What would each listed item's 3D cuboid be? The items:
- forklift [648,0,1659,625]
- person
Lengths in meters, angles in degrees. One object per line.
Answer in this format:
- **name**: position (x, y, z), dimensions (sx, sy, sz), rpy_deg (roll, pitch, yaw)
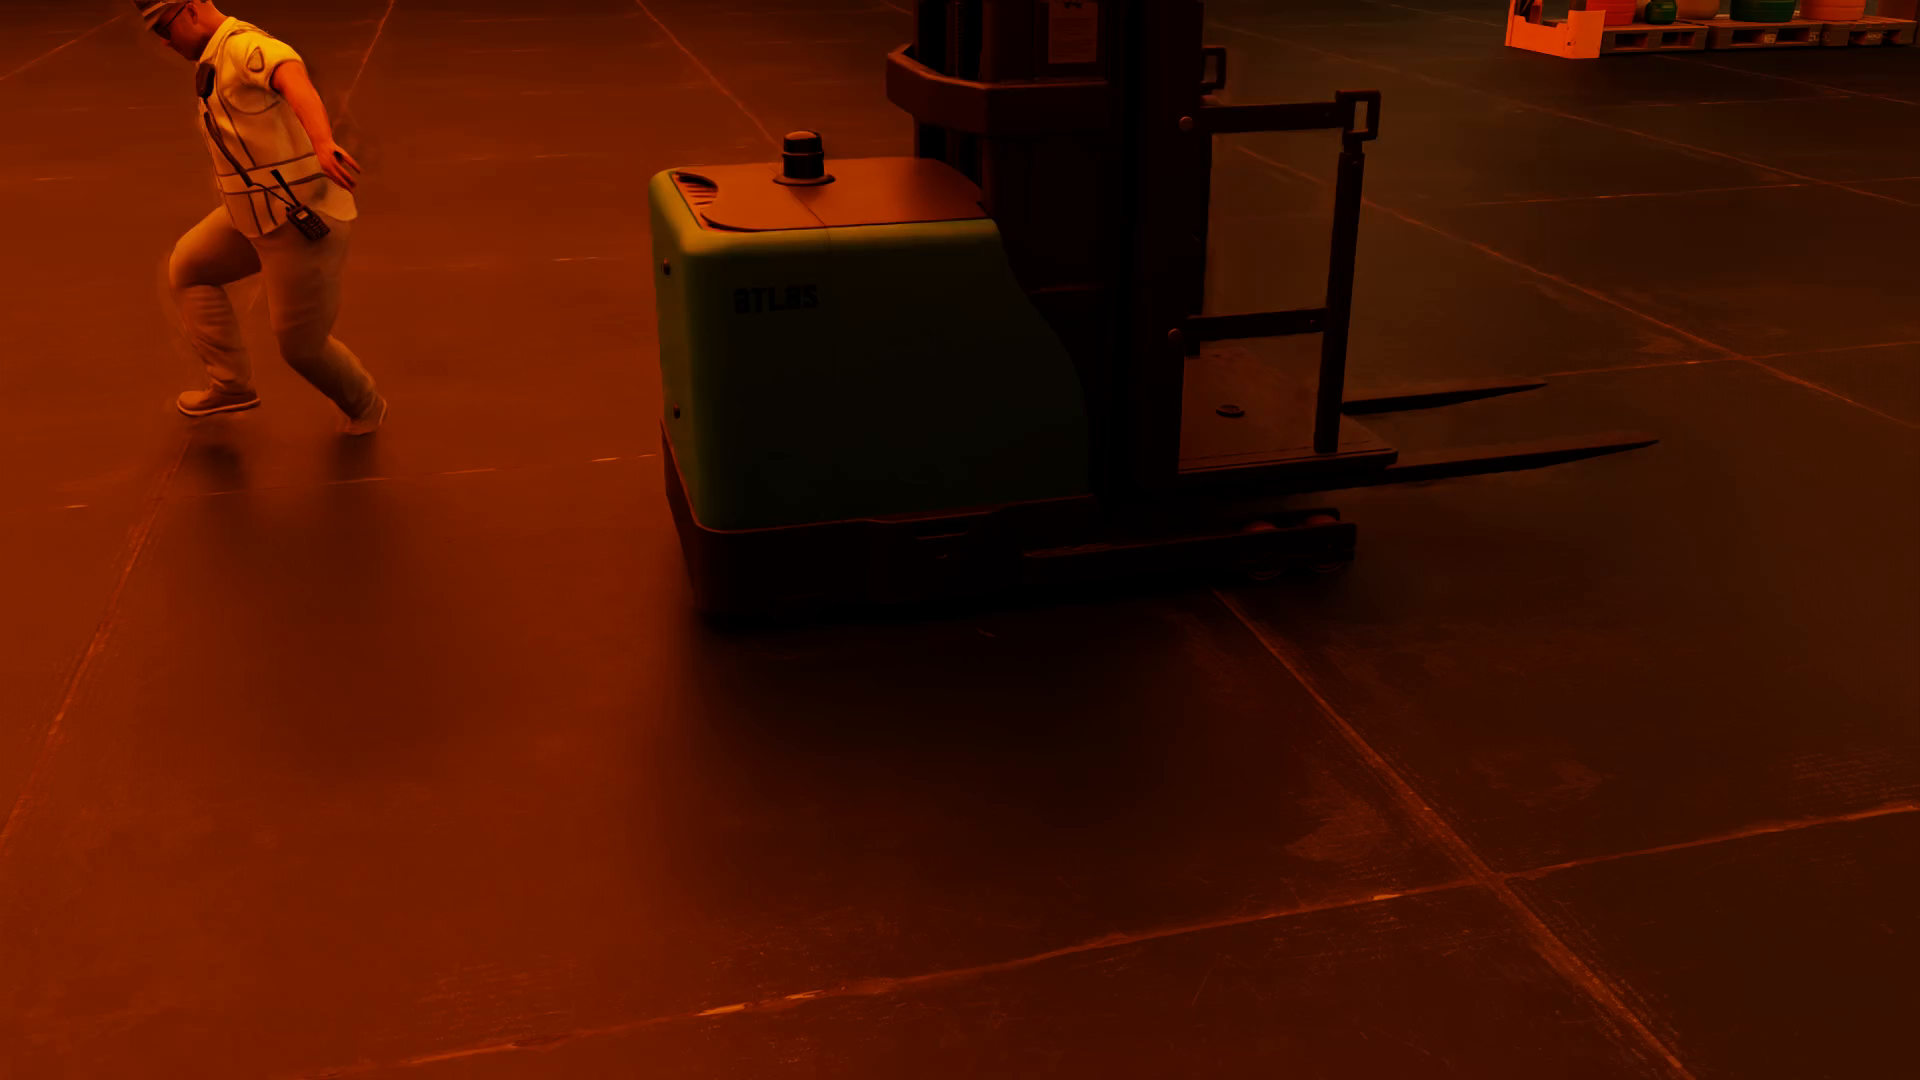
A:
- **forklift**: position (0.650, -1.426, 4.662), dimensions (3.031, 2.935, 1.130), rpy_deg (-6, 24, -14)
- **person**: position (-2.243, -1.021, 5.528), dimensions (0.623, 1.685, 1.205), rpy_deg (-18, 29, -36)
